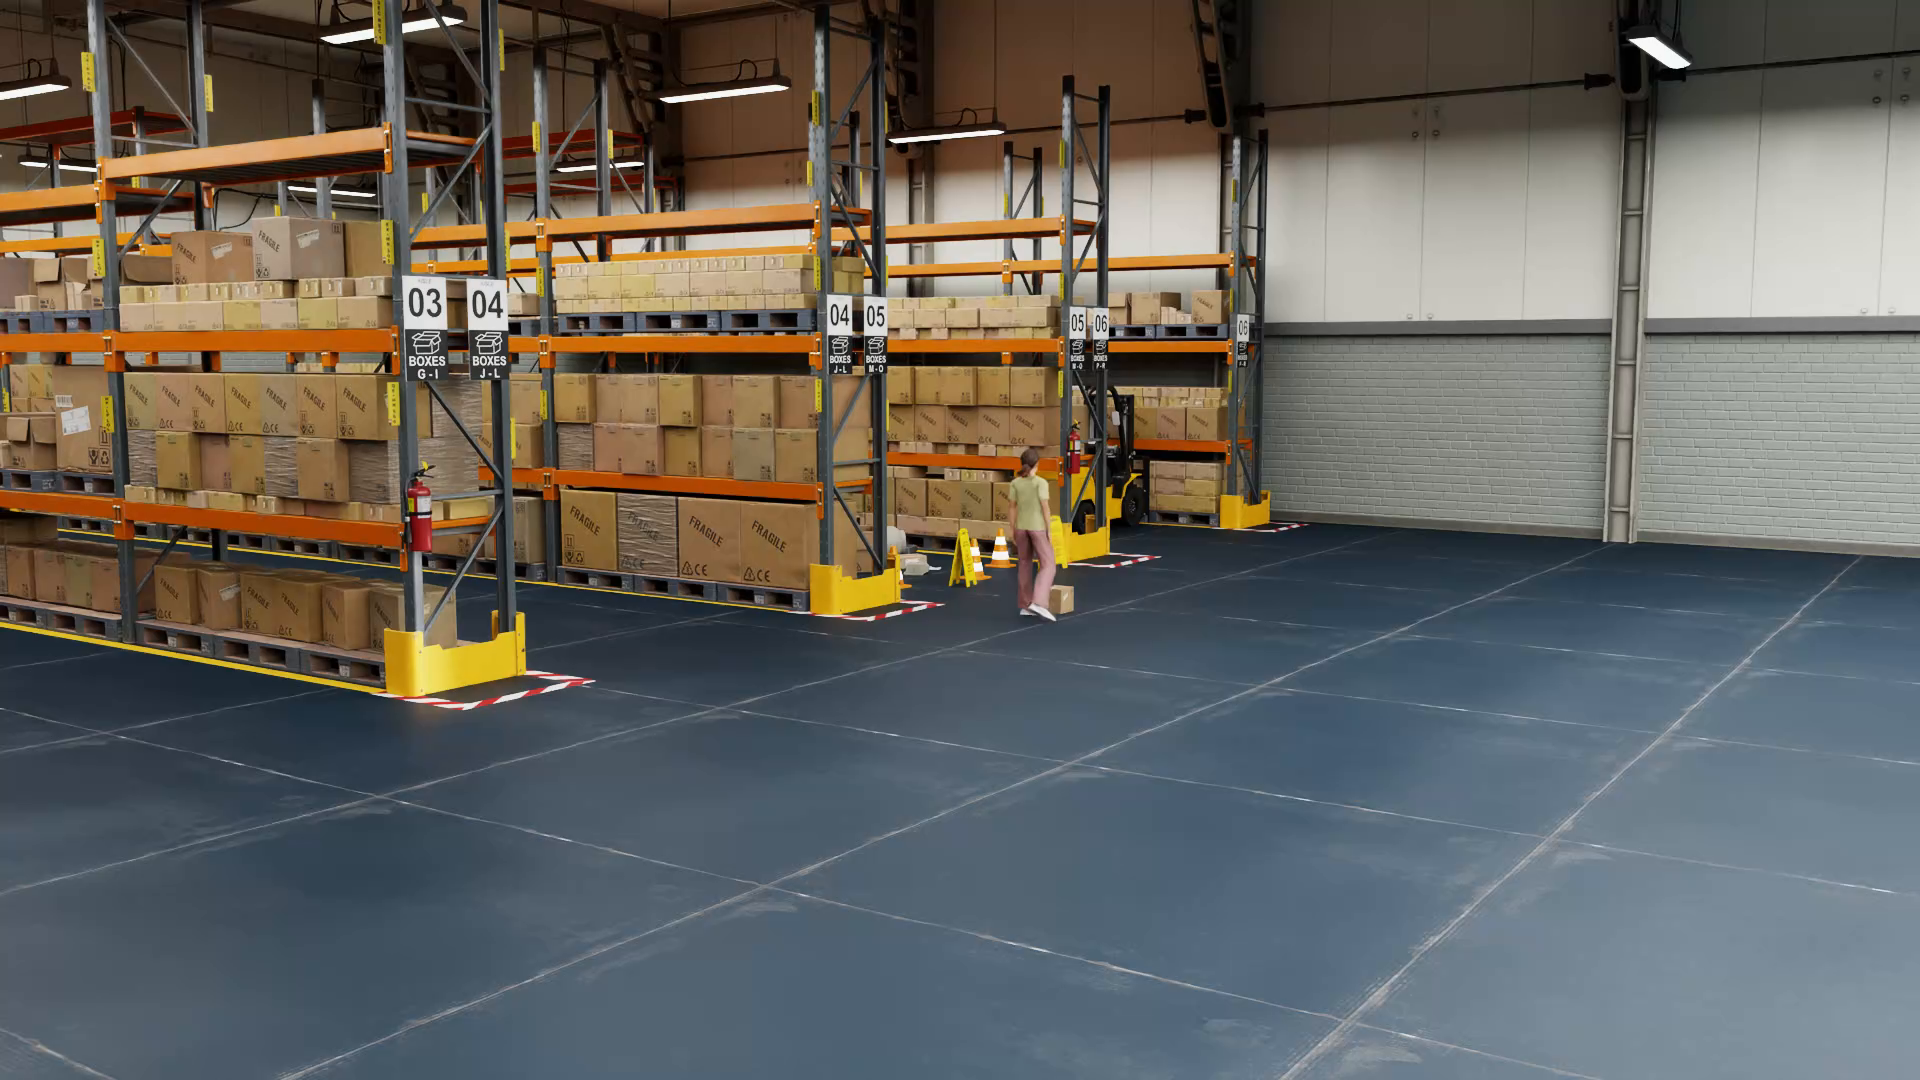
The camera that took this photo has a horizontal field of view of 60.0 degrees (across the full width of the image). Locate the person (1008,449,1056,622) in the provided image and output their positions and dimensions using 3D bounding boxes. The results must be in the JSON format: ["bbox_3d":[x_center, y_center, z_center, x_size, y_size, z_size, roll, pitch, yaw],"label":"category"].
[{"bbox_3d":[0.751,-0.041,16.469,0.585,1.678,0.584,4,8,33],"label":"person"}]
